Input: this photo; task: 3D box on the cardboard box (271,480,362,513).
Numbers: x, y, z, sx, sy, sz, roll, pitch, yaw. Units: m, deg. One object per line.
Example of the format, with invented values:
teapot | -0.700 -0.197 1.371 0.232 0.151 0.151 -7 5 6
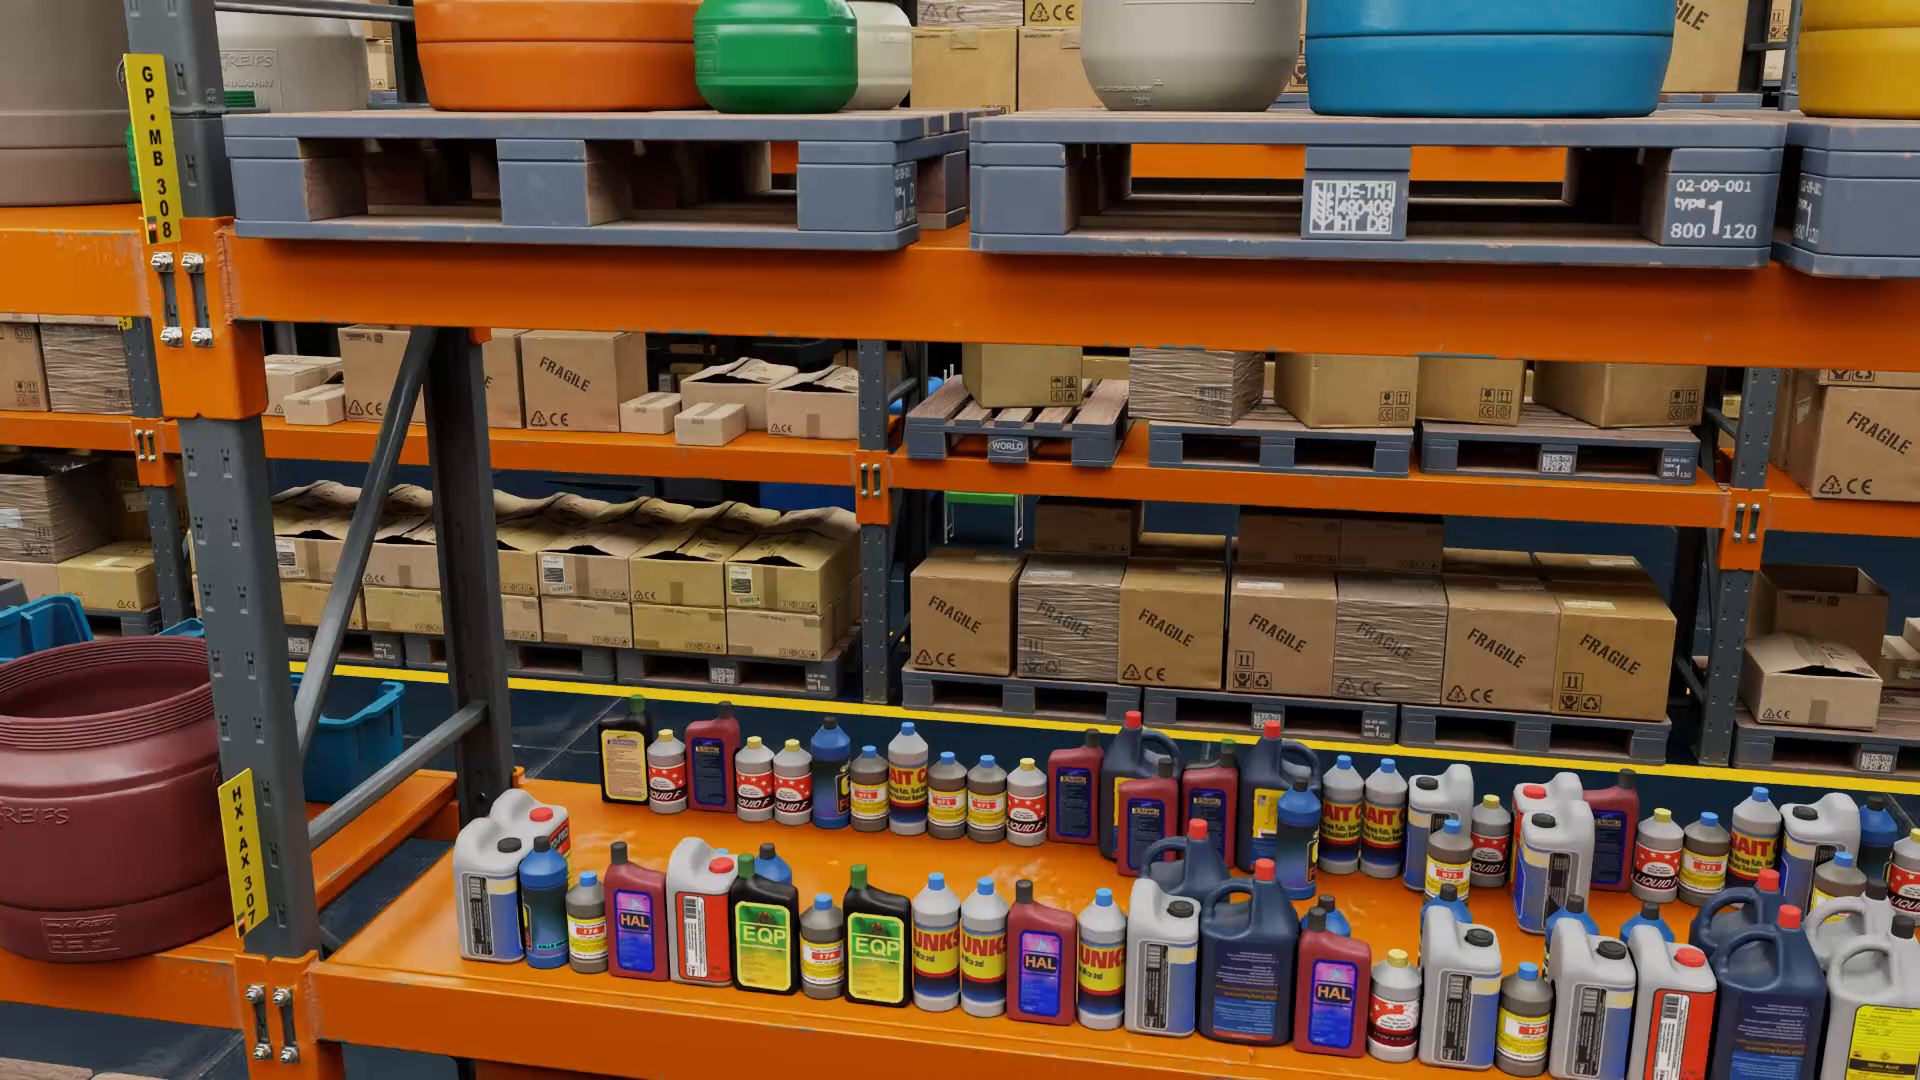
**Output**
cardboard box | -3.799 -0.151 9.730 0.500 0.311 0.500 3 16 11

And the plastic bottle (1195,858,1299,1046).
plastic bottle | 0.550 0.773 3.173 0.185 0.351 0.144 3 16 11

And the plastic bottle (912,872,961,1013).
plastic bottle | -0.046 0.786 3.278 0.097 0.271 0.097 0 15 0

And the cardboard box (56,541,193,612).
cardboard box | -4.751 0.206 9.495 0.500 0.250 0.500 3 16 11

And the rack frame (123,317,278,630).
rack frame | -4.253 -0.950 9.301 0.127 3.000 1.000 3 16 11

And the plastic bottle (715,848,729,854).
plastic bottle | -0.504 0.753 3.526 0.097 0.201 0.097 0 15 0

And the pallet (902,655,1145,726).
pallet | 0.391 0.657 8.726 1.213 0.211 1.003 3 16 11

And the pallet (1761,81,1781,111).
pallet | 5.370 -3.177 11.888 1.213 0.211 1.003 3 16 11

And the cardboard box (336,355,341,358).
cardboard box | -5.262 -1.323 14.508 0.500 0.500 0.700 2 16 8

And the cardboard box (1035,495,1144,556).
cardboard box | 0.686 -0.115 8.743 0.500 0.250 0.500 4 16 13

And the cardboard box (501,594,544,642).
cardboard box | -2.400 0.341 9.006 0.500 0.250 0.500 3 16 12

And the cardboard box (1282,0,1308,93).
cardboard box | 1.800 -2.385 7.701 0.600 0.600 0.600 2 16 9

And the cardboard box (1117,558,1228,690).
cardboard box | 1.061 0.409 8.254 0.500 0.500 0.500 3 16 10

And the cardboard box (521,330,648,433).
cardboard box | -1.981 -0.870 8.826 0.500 0.500 0.500 2 16 8

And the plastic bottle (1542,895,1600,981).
plastic bottle | 1.168 0.810 3.189 0.097 0.271 0.097 0 15 0

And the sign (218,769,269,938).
sign | -1.427 0.624 3.313 0.005 0.325 0.100 3 16 11

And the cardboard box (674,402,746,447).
cardboard box | -1.270 -0.591 8.478 0.250 0.149 0.380 3 16 11

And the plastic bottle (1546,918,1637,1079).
plastic bottle | 1.161 0.842 3.067 0.135 0.276 0.152 3 16 11

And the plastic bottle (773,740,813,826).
plastic bottle | -0.412 0.593 4.105 0.097 0.201 0.097 0 15 0

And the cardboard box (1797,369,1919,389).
cardboard box | 3.992 -0.955 7.262 0.500 0.500 0.500 4 16 13

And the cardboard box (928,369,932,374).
cardboard box | -0.547 -1.123 13.784 0.500 0.500 0.700 3 16 11

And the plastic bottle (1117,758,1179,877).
plastic bottle | 0.430 0.633 3.805 0.133 0.283 0.061 3 16 11

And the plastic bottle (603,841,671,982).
plastic bottle | -0.651 0.752 3.377 0.133 0.283 0.061 3 16 11

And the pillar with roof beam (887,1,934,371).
pillar with roof beam | -1.309 -4.093 9.412 0.400 9.000 9.100 3 16 11

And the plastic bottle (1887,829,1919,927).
plastic bottle | 2.074 0.728 3.618 0.097 0.201 0.097 0 15 0

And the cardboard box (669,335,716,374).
cardboard box | -2.113 -1.557 13.948 0.500 0.250 0.500 3 16 10

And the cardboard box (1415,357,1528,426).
cardboard box | 2.480 -0.878 8.070 0.500 0.500 0.700 6 16 20

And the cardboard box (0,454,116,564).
cardboard box | -5.239 -0.185 9.502 0.500 0.500 0.500 3 16 11

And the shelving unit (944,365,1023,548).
shelving unit | 0.162 -0.569 11.300 0.503 1.200 0.258 3 16 11

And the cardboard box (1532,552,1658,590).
cardboard box | 3.161 0.379 8.363 0.500 0.500 0.500 2 16 9

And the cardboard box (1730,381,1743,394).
cardboard box | 5.955 -1.082 12.460 0.250 0.149 0.380 3 16 9

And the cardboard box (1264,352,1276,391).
cardboard box | 2.202 -1.078 13.003 0.750 0.750 0.750 3 16 11

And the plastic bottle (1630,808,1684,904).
plastic bottle | 1.561 0.700 3.718 0.097 0.201 0.097 0 15 0

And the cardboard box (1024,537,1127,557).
cardboard box | 0.630 0.244 8.850 0.500 0.500 0.500 4 16 13

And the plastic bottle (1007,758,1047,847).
plastic bottle | 0.161 0.624 3.993 0.097 0.201 0.097 0 15 0

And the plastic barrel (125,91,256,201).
plastic barrel | -1.576 -0.812 3.475 0.294 0.245 0.294 0 15 0

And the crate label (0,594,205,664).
crate label | -2.244 0.418 4.297 0.616 0.435 0.502 3 16 11

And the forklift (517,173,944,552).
forklift | -1.663 -1.479 11.342 3.031 2.935 1.130 3 16 12

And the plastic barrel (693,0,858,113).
plastic barrel | -0.331 -0.898 2.999 0.294 0.245 0.294 0 15 0

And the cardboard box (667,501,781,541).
cardboard box | -1.304 -0.015 9.240 0.500 0.311 0.500 3 16 10

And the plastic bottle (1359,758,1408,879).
plastic bottle | 0.975 0.634 3.824 0.097 0.271 0.097 0 15 0

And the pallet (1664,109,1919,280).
pallet | 1.808 -0.599 2.771 1.003 0.211 1.213 3 16 11

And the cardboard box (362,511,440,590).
cardboard box | -2.901 0.045 9.023 0.500 0.311 0.500 3 16 9

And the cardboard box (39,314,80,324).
cardboard box | -4.804 -1.282 9.100 0.250 0.149 0.380 3 16 10

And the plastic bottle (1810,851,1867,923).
plastic bottle | 1.853 0.757 3.512 0.097 0.201 0.097 0 15 0

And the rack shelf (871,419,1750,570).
rack shelf | 1.627 -0.284 8.245 4.000 0.370 1.077 3 16 11

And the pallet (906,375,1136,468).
pallet | 0.345 -0.627 8.495 1.003 0.211 1.213 3 16 11

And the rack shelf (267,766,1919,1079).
rack shelf | 0.636 1.012 3.568 4.000 0.370 1.077 3 16 11
